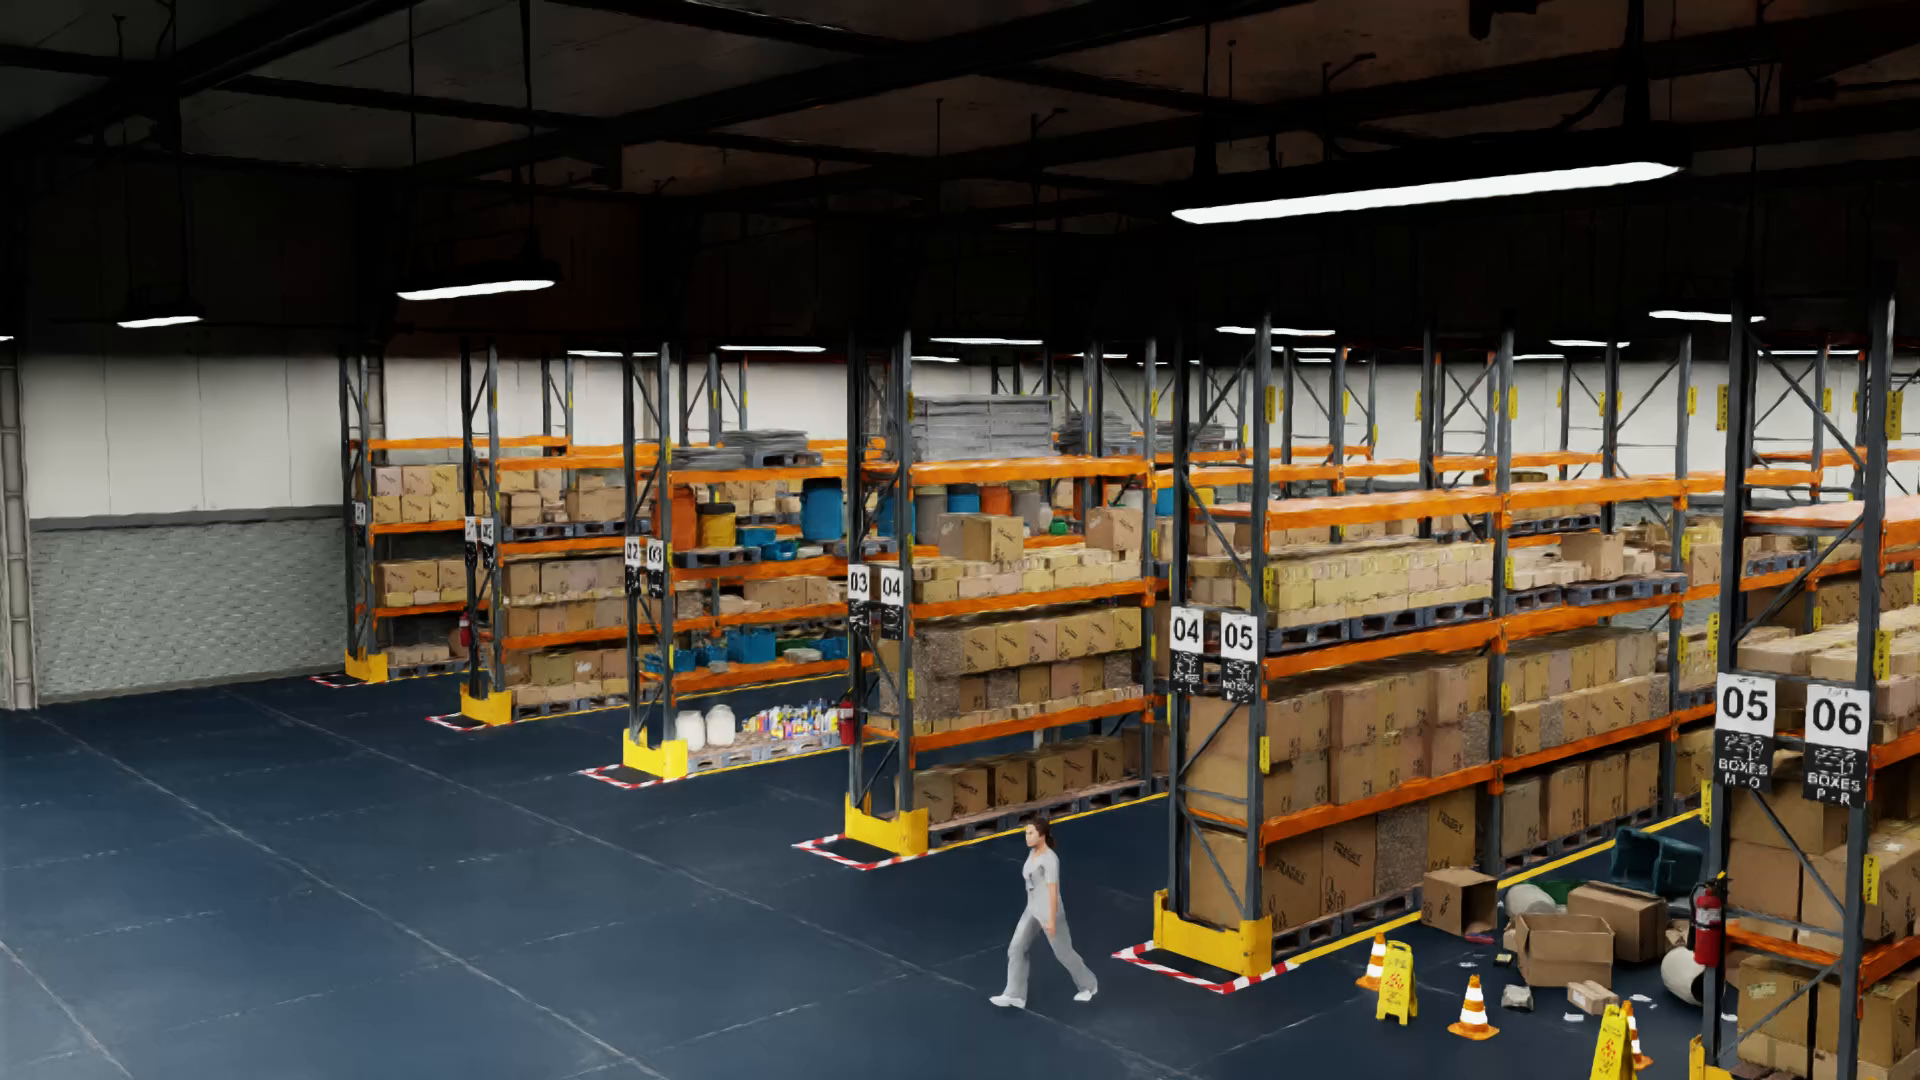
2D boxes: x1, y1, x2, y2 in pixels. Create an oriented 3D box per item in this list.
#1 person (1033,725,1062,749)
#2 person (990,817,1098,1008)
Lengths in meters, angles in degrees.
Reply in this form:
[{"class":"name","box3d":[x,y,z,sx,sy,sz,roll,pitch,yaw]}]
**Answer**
[{"class":"person","box3d":[1.164,2.285,22.834,0.523,1.667,0.475,-1,5,-11]},{"class":"person","box3d":[0.740,3.109,13.897,0.926,1.621,0.465,-2,6,-25]}]
